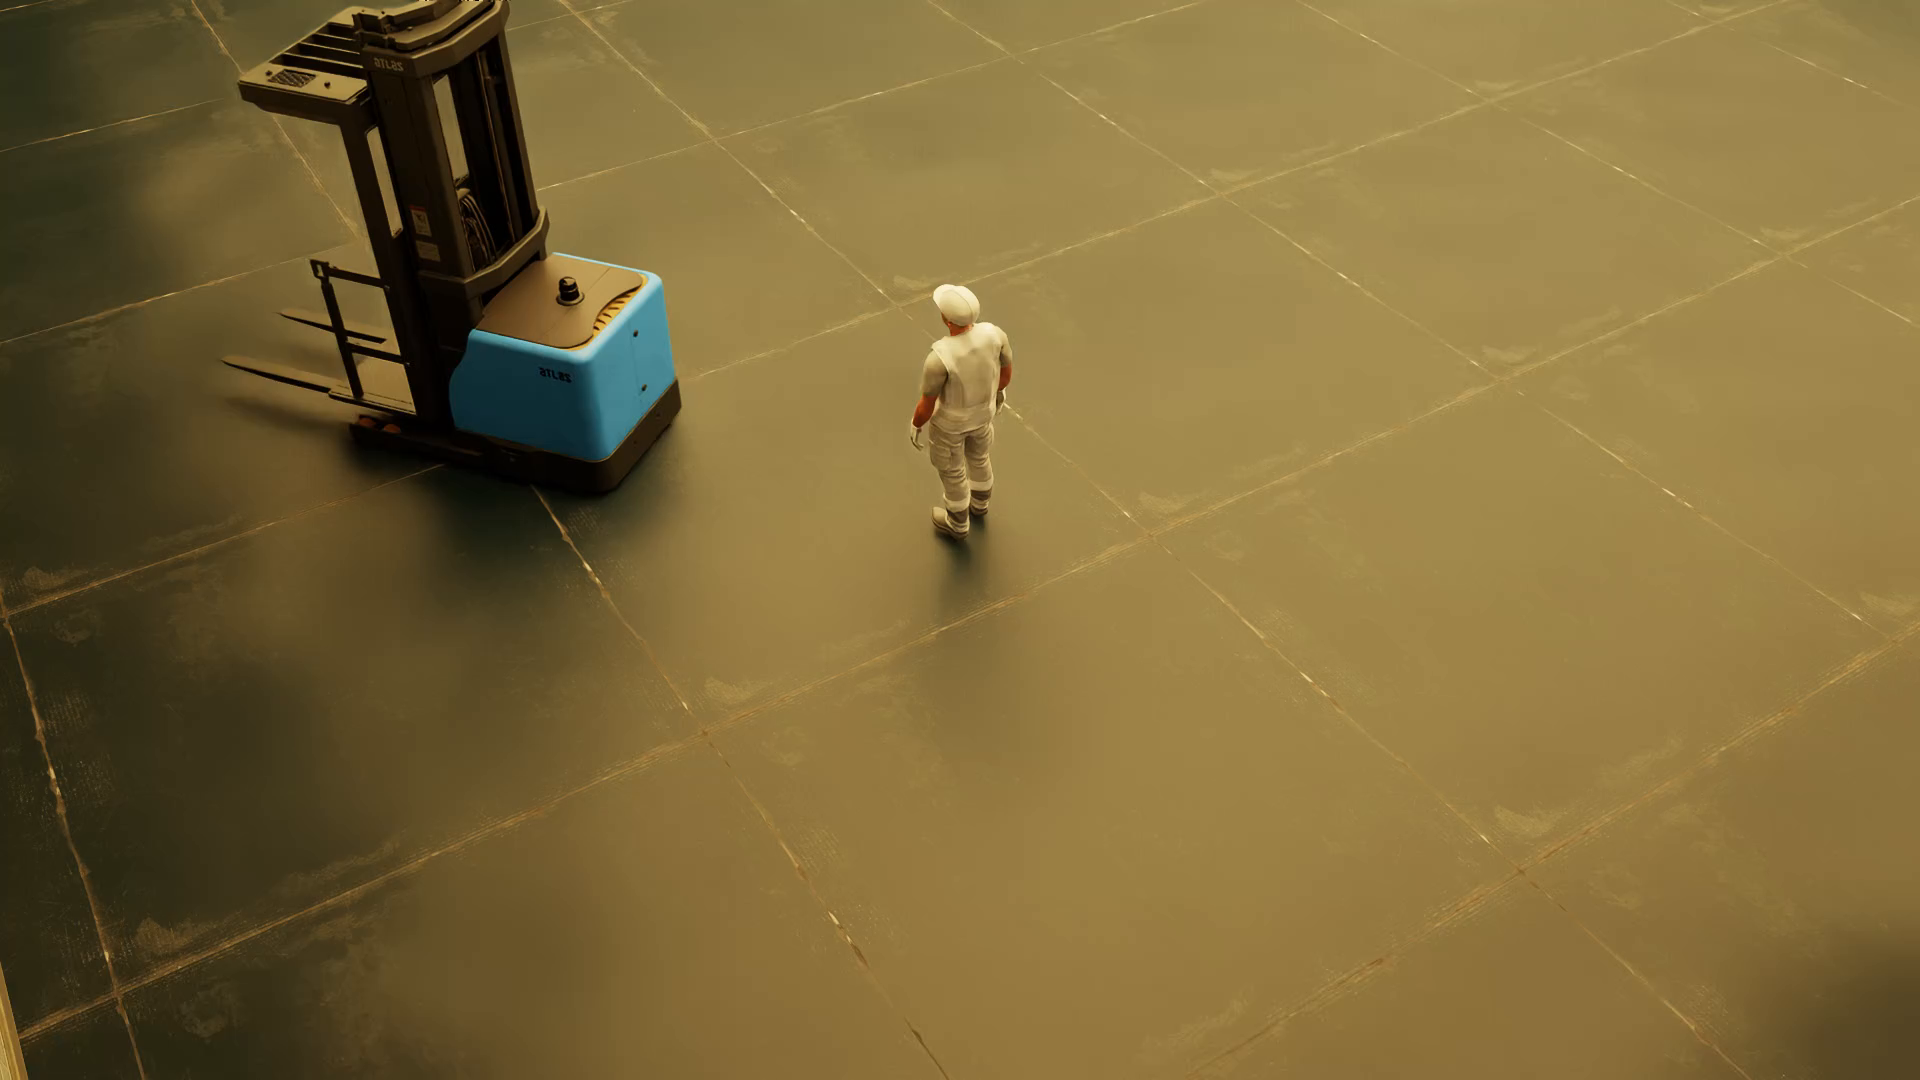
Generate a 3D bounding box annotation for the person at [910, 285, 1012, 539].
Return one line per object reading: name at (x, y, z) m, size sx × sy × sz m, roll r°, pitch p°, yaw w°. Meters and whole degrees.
person at (-0.033, -0.758, 9.534) m, size 0.638 × 1.786 × 0.564 m, roll -23°, pitch 46°, yaw -24°

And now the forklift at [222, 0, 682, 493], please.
forklift at (-3.414, -1.997, 10.157) m, size 3.031 × 2.935 × 1.130 m, roll 14°, pitch 43°, yaw 15°
